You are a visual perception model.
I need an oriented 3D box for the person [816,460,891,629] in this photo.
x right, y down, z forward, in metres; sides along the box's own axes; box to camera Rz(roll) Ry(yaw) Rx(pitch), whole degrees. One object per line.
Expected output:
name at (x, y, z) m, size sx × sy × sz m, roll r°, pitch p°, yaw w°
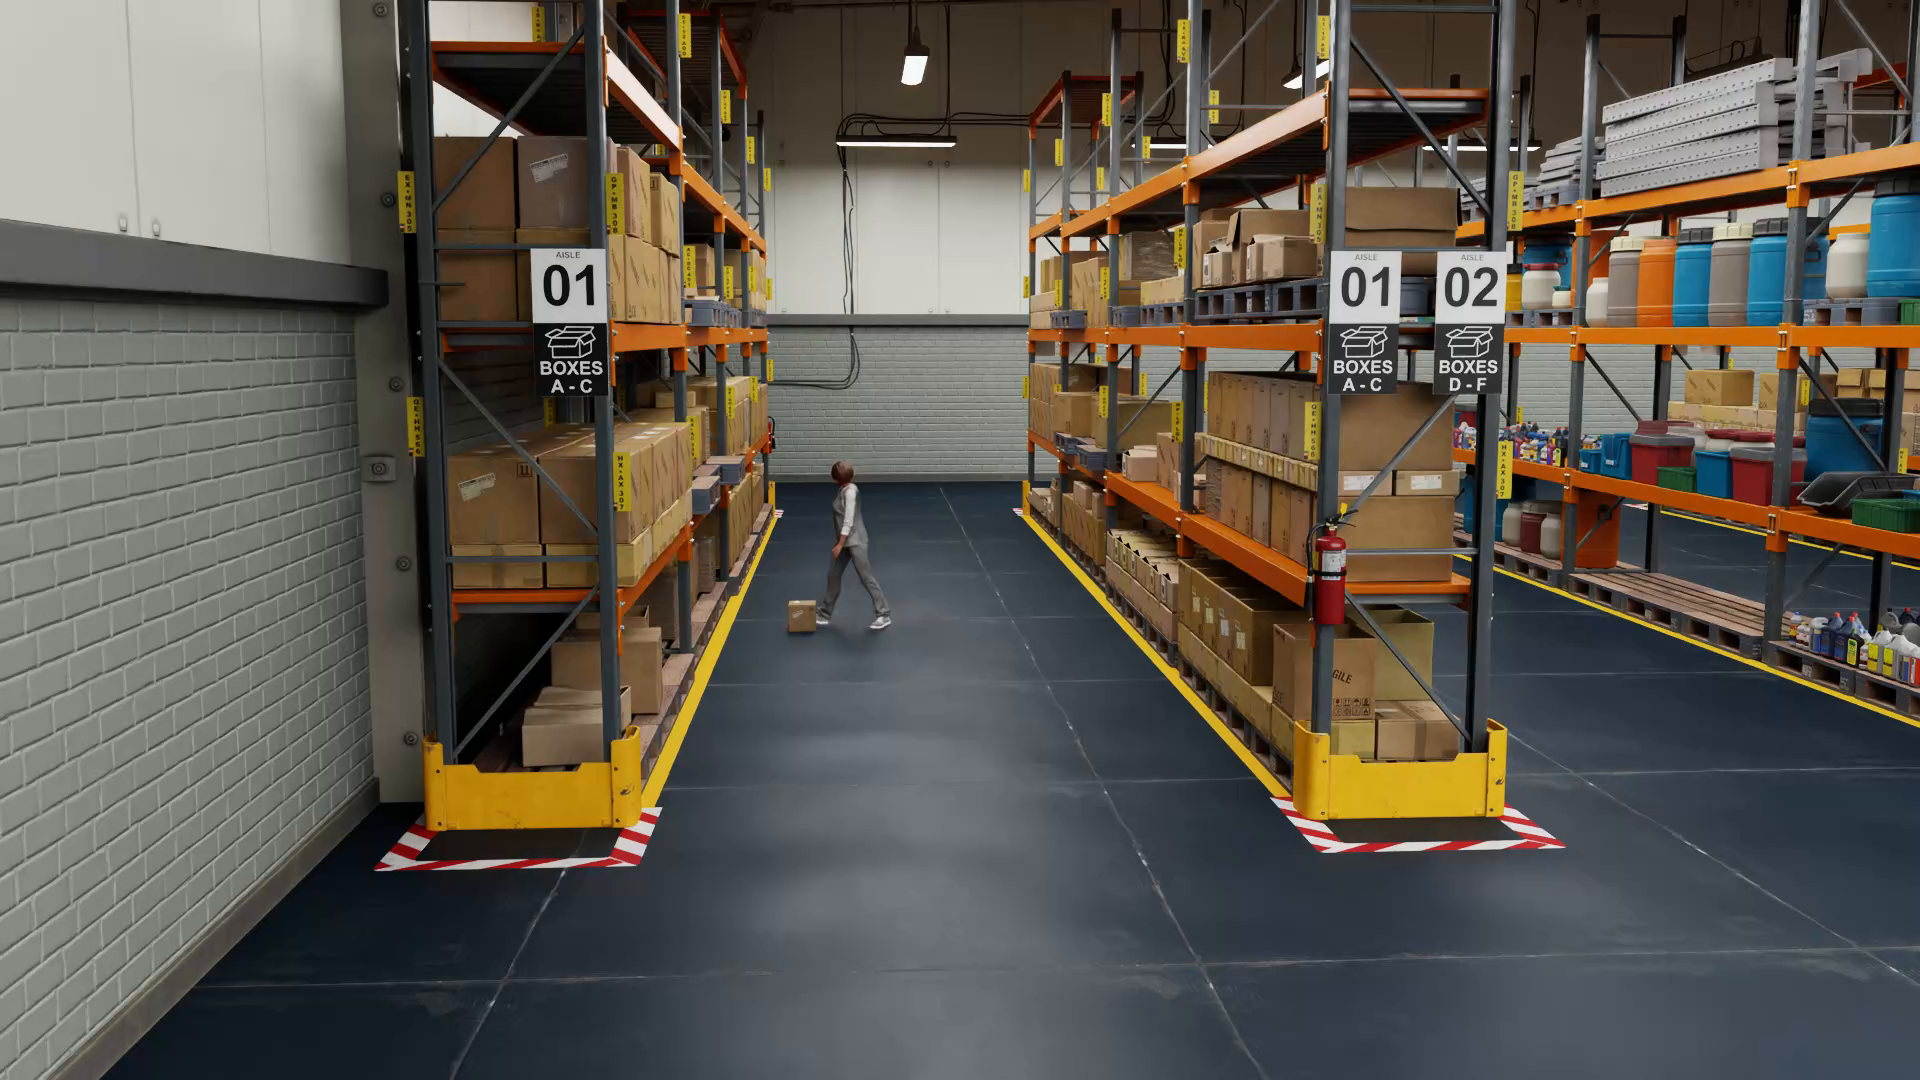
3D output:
person at (-1.054, 0.040, 15.443) m, size 0.787 × 1.542 × 0.541 m, roll -2°, pitch 7°, yaw -19°
